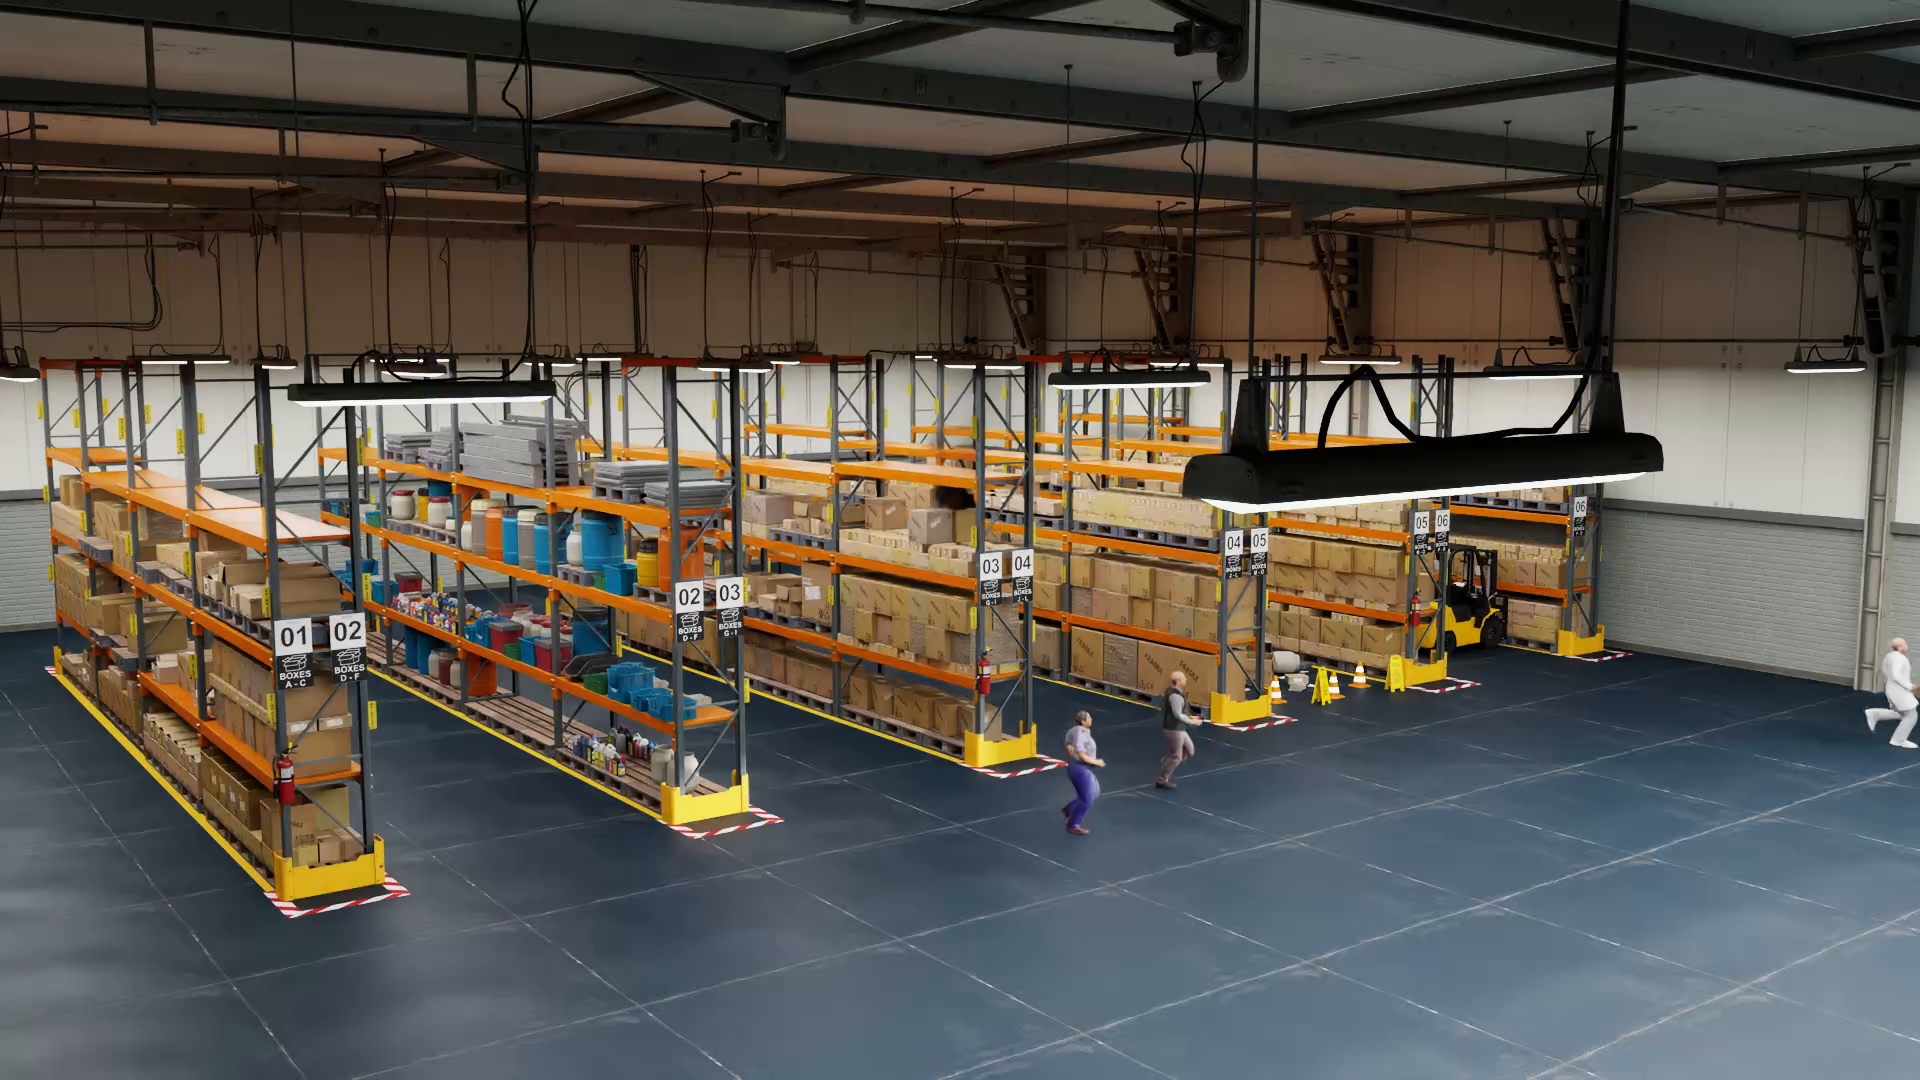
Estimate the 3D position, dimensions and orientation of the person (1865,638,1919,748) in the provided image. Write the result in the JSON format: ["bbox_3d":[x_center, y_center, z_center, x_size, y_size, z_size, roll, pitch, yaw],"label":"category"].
[{"bbox_3d":[14.614,2.378,26.019,0.711,1.725,0.722,2,7,14],"label":"person"}]

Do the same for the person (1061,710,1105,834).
[{"bbox_3d":[1.585,2.982,21.359,0.534,1.602,0.611,-1,7,-4],"label":"person"}]

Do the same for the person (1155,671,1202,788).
[{"bbox_3d":[3.091,2.676,23.542,0.651,1.675,0.642,0,7,4],"label":"person"}]
